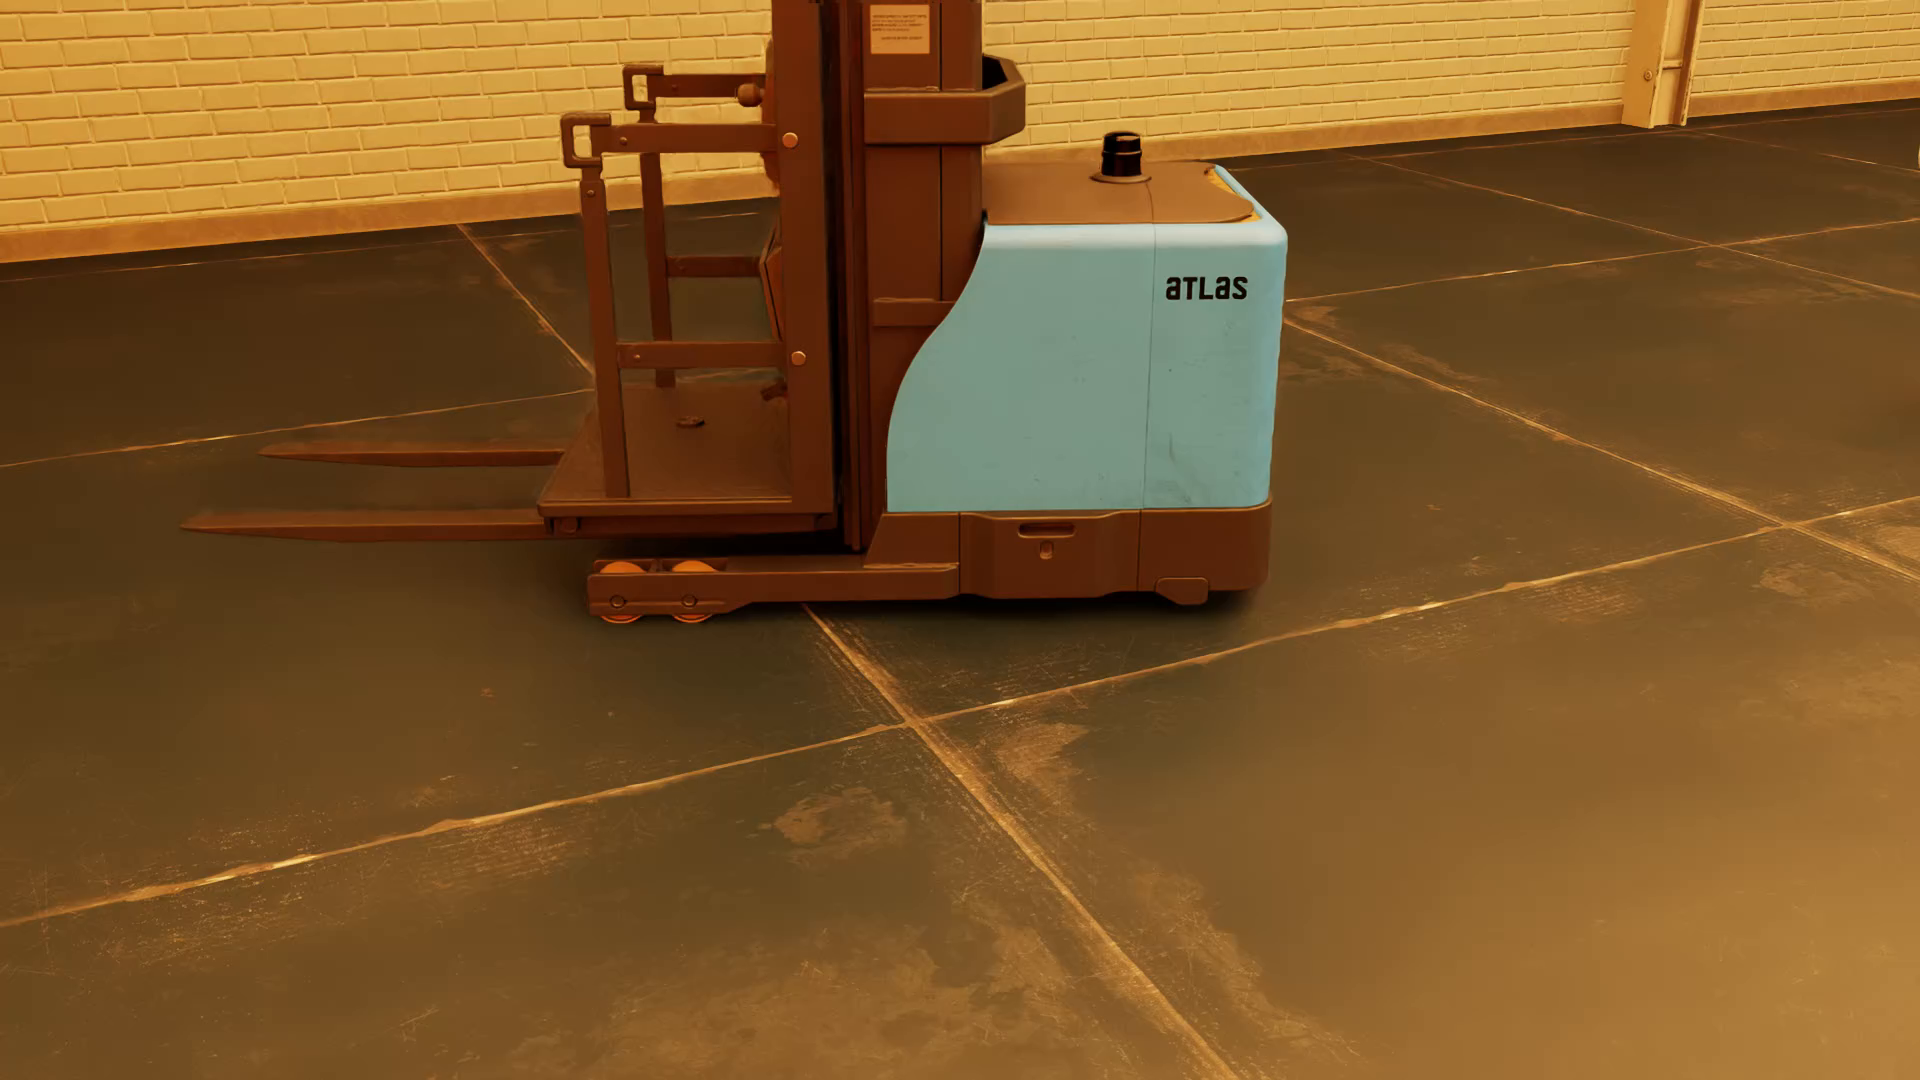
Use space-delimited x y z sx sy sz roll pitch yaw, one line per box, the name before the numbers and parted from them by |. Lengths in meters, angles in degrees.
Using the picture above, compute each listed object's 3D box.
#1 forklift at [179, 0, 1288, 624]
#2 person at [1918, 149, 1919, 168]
forklift | -0.666 -1.330 4.489 3.031 2.935 1.130 -1 23 -2
person | 3.818 -1.321 6.060 0.530 1.694 0.588 -19 29 -38
